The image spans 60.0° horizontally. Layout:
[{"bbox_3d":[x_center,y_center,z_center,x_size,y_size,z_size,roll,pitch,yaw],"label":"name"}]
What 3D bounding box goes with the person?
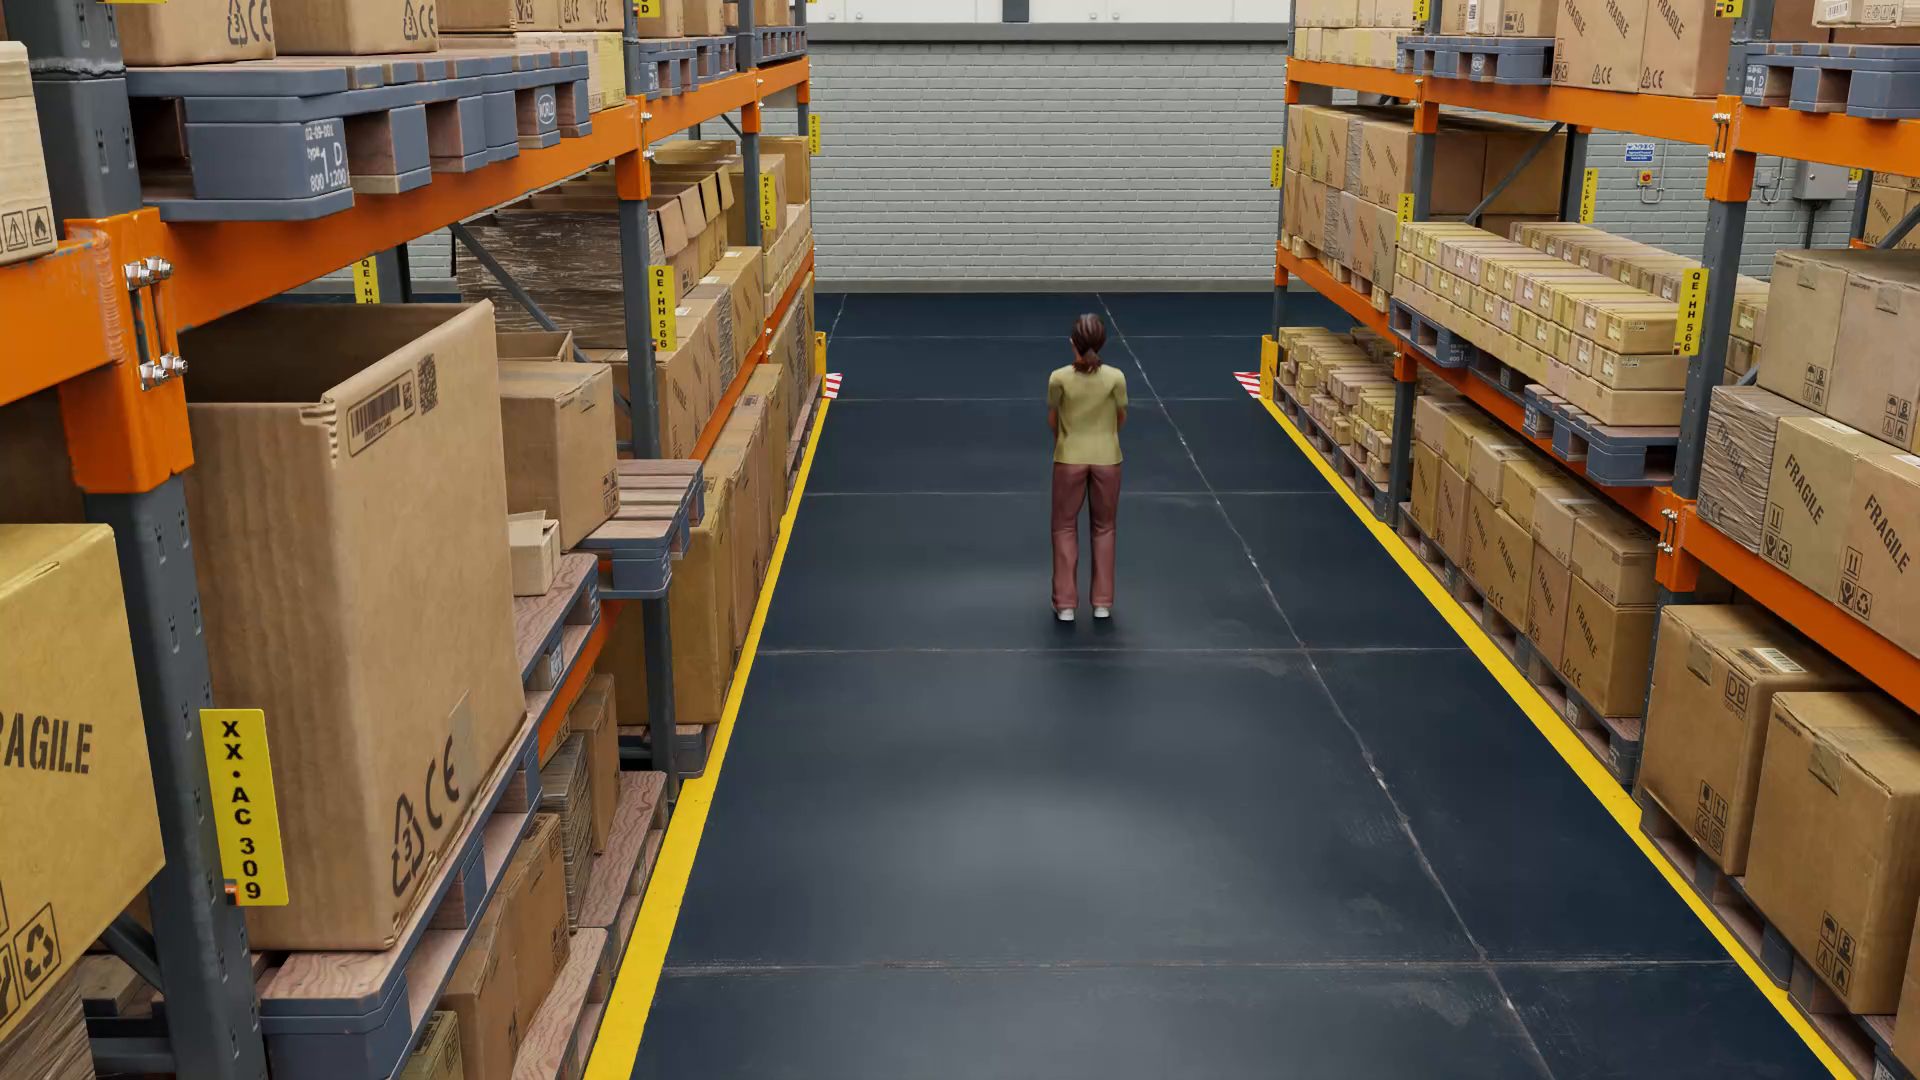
[{"bbox_3d":[0.668,-0.401,8.864,0.425,1.662,0.561,0,17,0],"label":"person"}]
